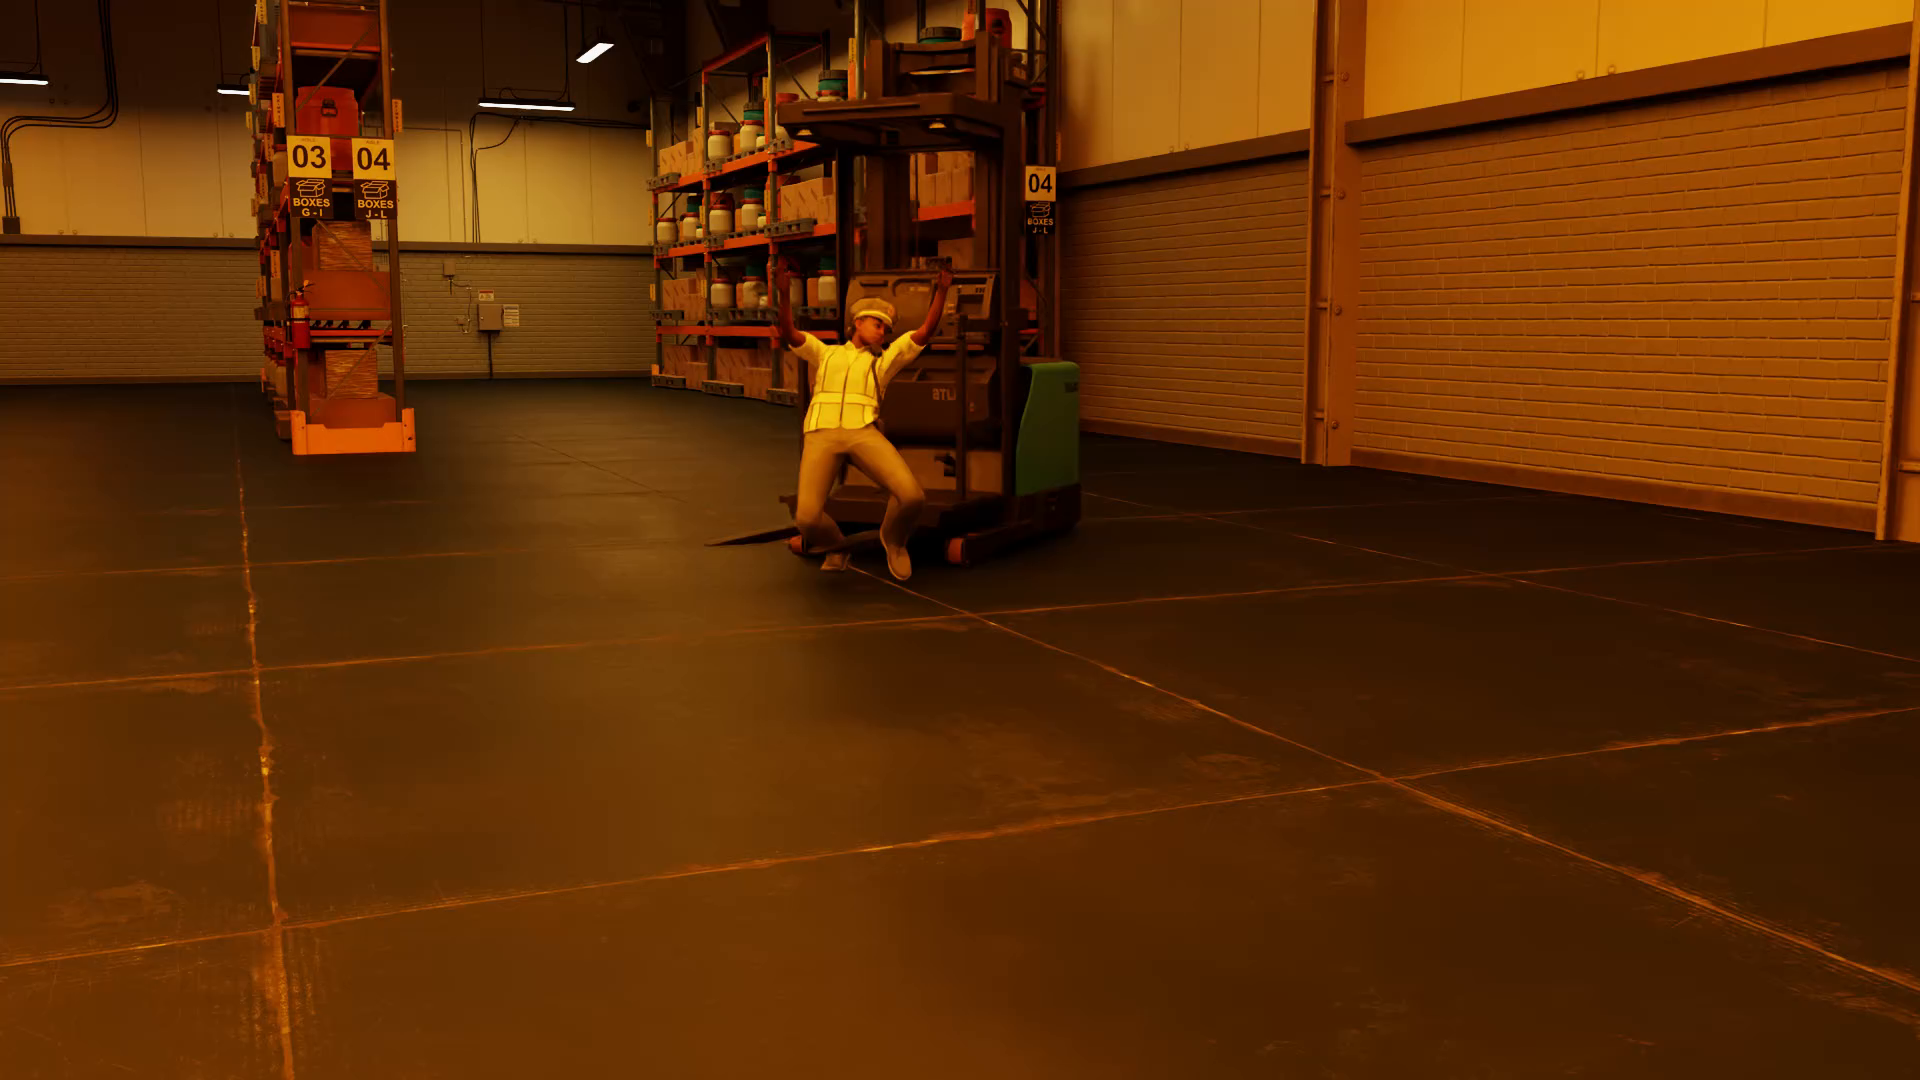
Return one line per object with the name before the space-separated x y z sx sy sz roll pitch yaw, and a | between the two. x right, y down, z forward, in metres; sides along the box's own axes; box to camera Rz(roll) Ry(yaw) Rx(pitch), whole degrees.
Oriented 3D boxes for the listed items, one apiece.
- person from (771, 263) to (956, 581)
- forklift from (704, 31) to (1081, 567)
person | -0.457 -0.583 8.305 0.879 1.569 0.761 0 8 1
forklift | -0.323 -1.371 9.337 1.130 2.935 3.031 4 8 25
